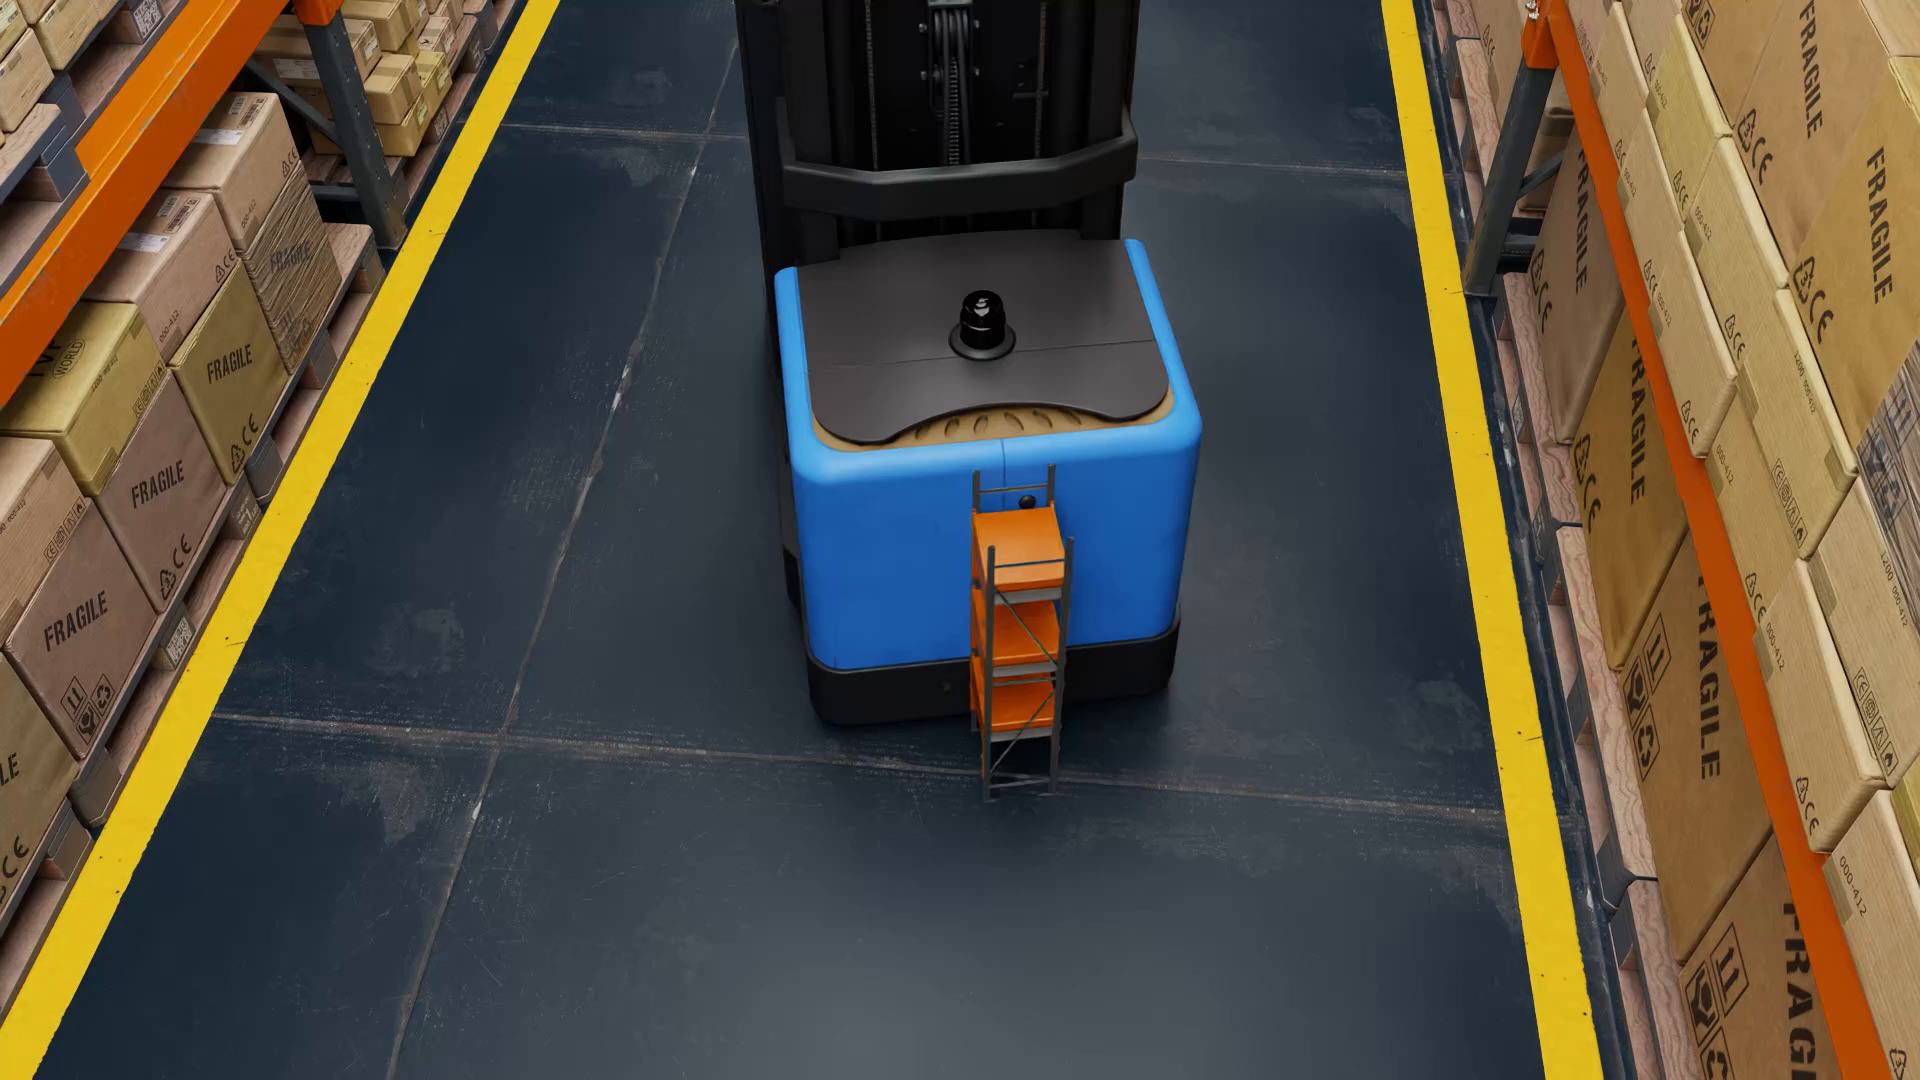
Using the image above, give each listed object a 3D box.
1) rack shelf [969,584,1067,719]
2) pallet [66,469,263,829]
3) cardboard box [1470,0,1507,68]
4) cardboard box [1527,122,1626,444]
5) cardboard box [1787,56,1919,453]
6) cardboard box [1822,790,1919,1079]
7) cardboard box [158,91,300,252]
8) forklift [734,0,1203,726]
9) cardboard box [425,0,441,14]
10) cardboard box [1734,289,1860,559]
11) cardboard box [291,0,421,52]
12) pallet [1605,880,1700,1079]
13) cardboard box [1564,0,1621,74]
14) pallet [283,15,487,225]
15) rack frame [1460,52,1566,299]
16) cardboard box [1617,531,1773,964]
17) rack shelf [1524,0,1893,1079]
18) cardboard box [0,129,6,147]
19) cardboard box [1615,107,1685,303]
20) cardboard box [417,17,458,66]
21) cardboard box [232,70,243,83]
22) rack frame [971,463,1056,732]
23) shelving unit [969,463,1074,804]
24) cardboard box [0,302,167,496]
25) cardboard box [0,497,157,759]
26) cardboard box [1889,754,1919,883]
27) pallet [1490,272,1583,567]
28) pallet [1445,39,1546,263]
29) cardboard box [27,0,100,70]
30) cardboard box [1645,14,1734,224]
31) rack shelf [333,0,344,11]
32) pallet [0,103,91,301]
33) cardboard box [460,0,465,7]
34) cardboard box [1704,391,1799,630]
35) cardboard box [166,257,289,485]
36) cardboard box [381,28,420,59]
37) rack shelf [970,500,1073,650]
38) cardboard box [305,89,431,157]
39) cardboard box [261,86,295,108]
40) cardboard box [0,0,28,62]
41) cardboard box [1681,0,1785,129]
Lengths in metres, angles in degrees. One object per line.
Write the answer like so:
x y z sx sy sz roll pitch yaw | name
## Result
0.146 0.278 4.299 0.215 0.259 0.240 -6 48 -5 | rack shelf
-2.777 0.244 4.884 1.003 0.211 1.213 4 48 4 | pallet
2.585 -2.299 6.772 0.875 0.438 0.875 3 48 2 | cardboard box
2.363 -0.874 5.172 0.875 0.875 0.875 5 48 5 | cardboard box
1.852 -0.481 2.912 0.500 0.500 0.500 4 48 4 | cardboard box
1.763 0.691 2.687 0.500 0.250 0.500 2 48 2 | cardboard box
-2.415 -1.155 5.175 0.500 0.250 0.500 3 48 2 | cardboard box
-0.092 -1.567 4.697 1.130 2.935 3.031 -6 48 -5 | forklift
-2.300 -2.265 6.735 0.380 0.149 0.250 2 48 2 | cardboard box
1.836 -0.216 3.178 0.500 0.250 0.500 3 48 3 | cardboard box
-2.277 -1.987 6.278 0.380 0.149 0.250 6 48 5 | cardboard box
2.122 1.396 3.830 1.003 0.211 1.213 4 48 4 | pallet
2.037 -1.554 4.740 0.500 0.250 0.500 3 48 3 | cardboard box
-2.573 -1.723 6.683 1.003 0.211 1.213 4 48 4 | pallet
2.340 -1.910 4.964 1.000 3.000 0.127 4 48 4 | rack frame
2.206 0.448 3.963 0.875 0.875 0.875 4 48 4 | cardboard box
2.157 -0.198 3.885 1.077 0.370 4.000 4 48 4 | rack shelf
-2.553 -0.963 3.984 0.380 0.149 0.250 6 48 5 | cardboard box
1.929 -0.798 4.049 0.500 0.250 0.500 4 48 3 | cardboard box
-2.251 -1.976 6.672 0.380 0.149 0.250 4 48 3 | cardboard box
-2.826 -1.828 6.133 0.380 0.149 0.250 5 48 5 | cardboard box
0.130 0.181 4.373 0.200 1.050 0.008 -6 48 -5 | rack frame
0.146 0.271 4.291 0.215 1.050 0.252 -6 48 -5 | shelving unit
-2.509 -0.389 4.474 0.500 0.250 0.500 2 48 2 | cardboard box
-2.560 0.223 4.423 0.500 0.500 0.500 3 48 3 | cardboard box
1.766 0.538 2.488 0.500 0.250 0.500 4 48 3 | cardboard box
2.344 -0.397 5.470 1.003 0.211 1.213 4 48 4 | pallet
2.487 -1.522 6.499 1.003 0.211 1.213 4 48 4 | pallet
-2.509 -1.362 4.349 0.380 0.149 0.250 2 48 2 | cardboard box
1.927 -0.970 3.867 0.500 0.250 0.500 4 48 4 | cardboard box
-2.417 -3.396 6.810 1.077 0.370 4.000 4 48 4 | rack shelf
-2.824 -0.622 3.916 1.003 0.211 1.213 4 48 4 | pallet
-2.288 -2.366 7.028 0.380 0.149 0.250 2 48 2 | cardboard box
1.856 -0.055 3.369 0.500 0.250 0.500 3 48 3 | cardboard box
-2.463 -0.529 5.110 0.500 0.500 0.500 3 48 3 | cardboard box
-2.314 -1.885 6.387 0.380 0.149 0.250 4 48 4 | cardboard box
0.146 0.086 4.089 0.215 0.259 0.240 -6 48 -5 | rack shelf
-2.246 -1.594 6.323 0.380 0.149 0.250 2 48 2 | cardboard box
-2.795 -1.845 6.552 0.380 0.149 0.250 5 48 5 | cardboard box
-2.532 -1.252 4.047 0.380 0.149 0.250 2 48 2 | cardboard box
1.946 -1.233 3.600 0.500 0.500 0.500 3 48 3 | cardboard box
